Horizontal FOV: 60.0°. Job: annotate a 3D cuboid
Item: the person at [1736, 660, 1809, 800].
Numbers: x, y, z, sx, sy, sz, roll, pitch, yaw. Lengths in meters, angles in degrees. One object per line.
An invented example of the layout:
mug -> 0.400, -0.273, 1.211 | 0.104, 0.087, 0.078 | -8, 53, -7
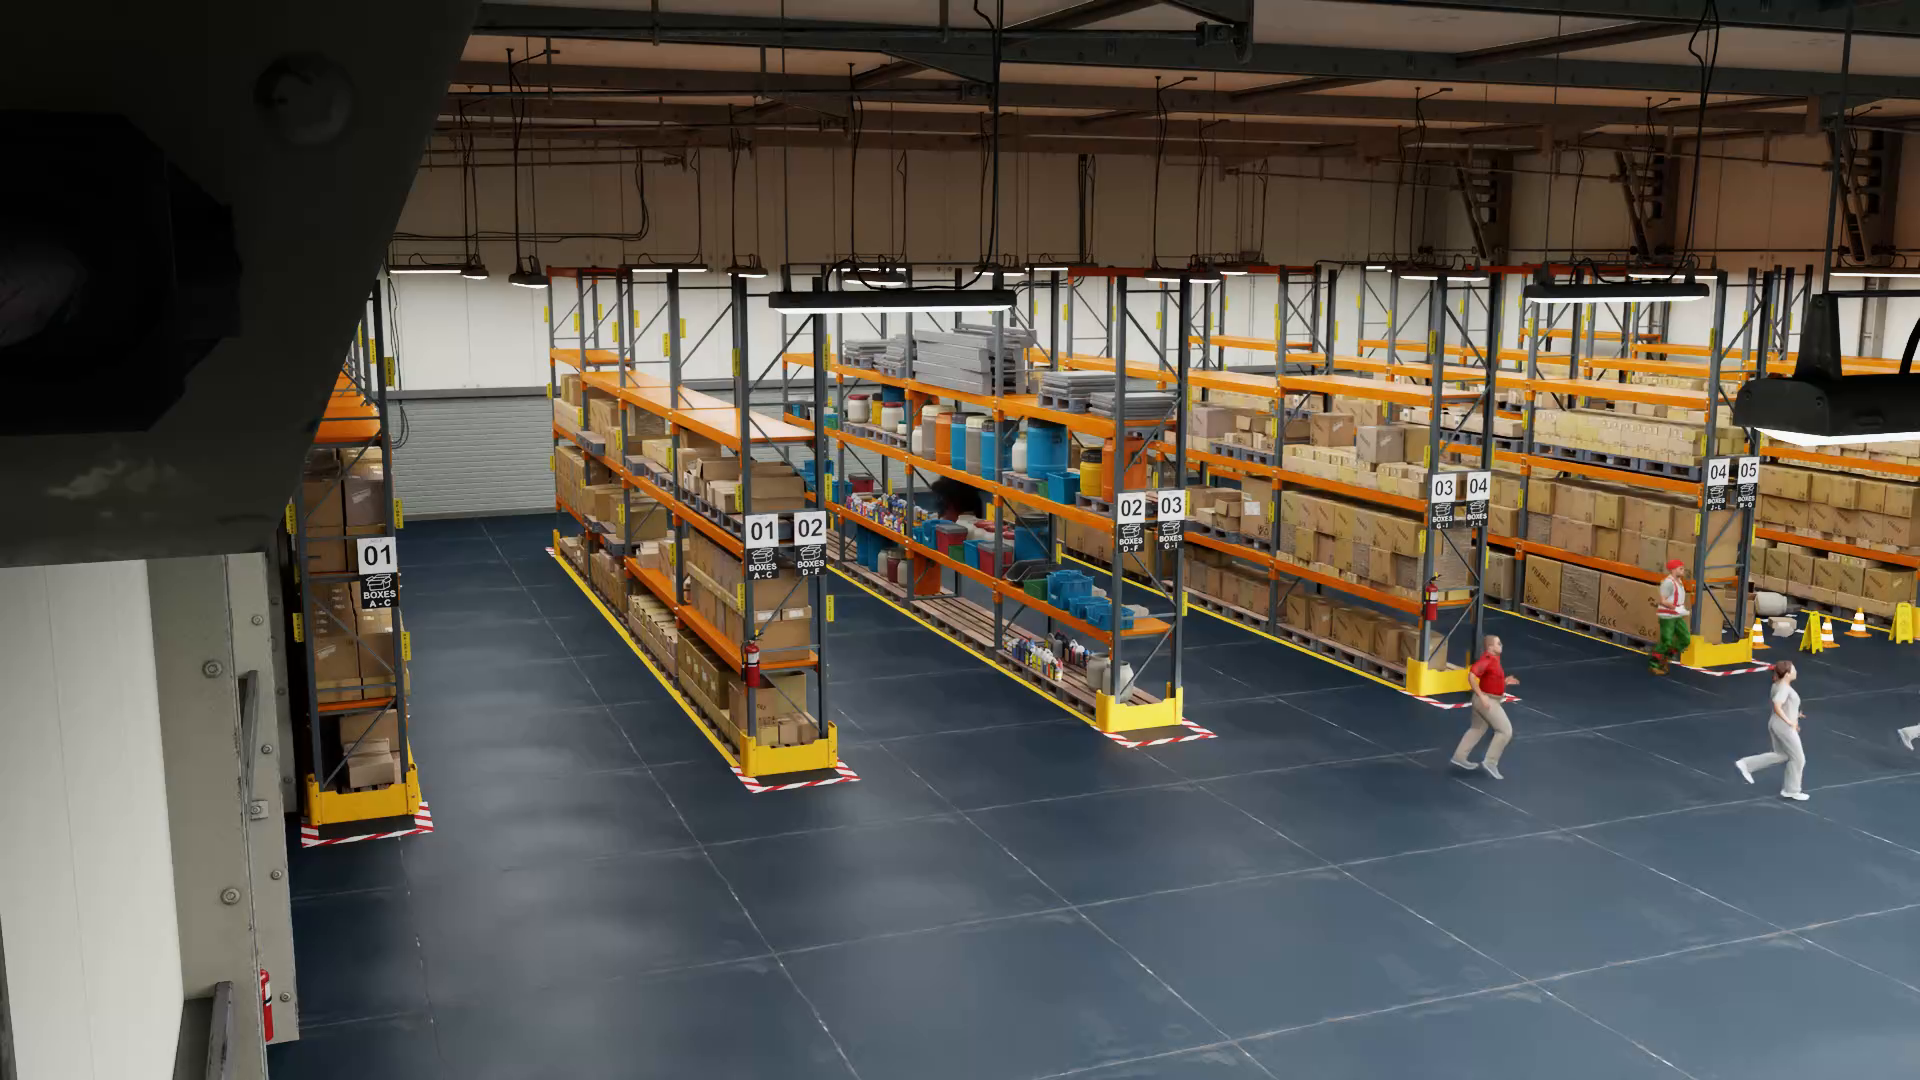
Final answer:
person -> 9.509, 2.205, 19.332 | 0.818, 1.660, 0.566 | 2, 10, 10

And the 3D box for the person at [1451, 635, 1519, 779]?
person -> 6.385, 2.017, 20.196 | 0.749, 1.784, 0.638 | 2, 10, 12

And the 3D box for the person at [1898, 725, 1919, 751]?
person -> 12.093, 1.998, 20.579 | 0.745, 1.651, 0.607 | 3, 10, 15

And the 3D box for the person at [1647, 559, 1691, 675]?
person -> 10.707, 1.160, 24.935 | 0.713, 1.771, 0.580 | -10, 14, -43
